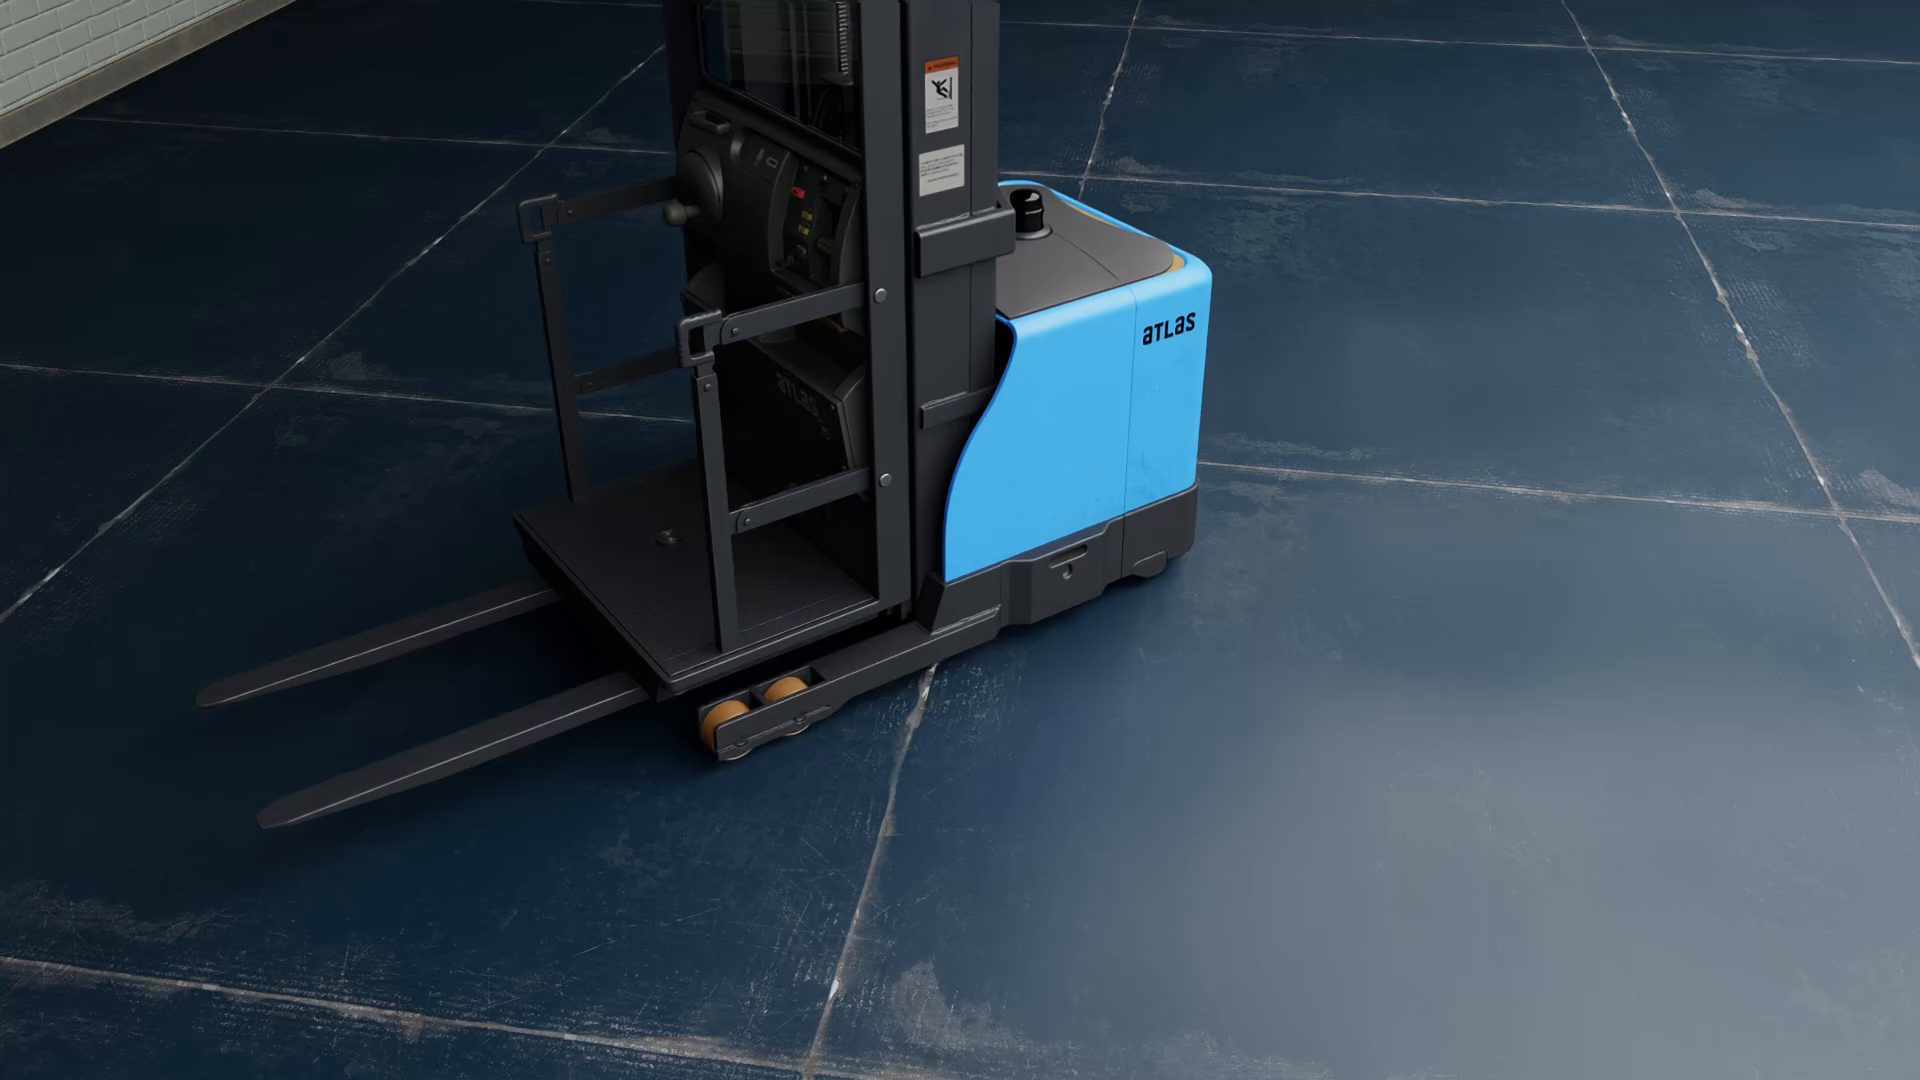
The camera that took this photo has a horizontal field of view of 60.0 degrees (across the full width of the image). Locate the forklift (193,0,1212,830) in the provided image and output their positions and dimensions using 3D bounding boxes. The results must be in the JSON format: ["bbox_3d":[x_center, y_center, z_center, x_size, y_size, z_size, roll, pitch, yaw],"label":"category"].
[{"bbox_3d":[-0.708,-0.935,4.481,3.031,2.935,1.130,-20,37,-29],"label":"forklift"}]
